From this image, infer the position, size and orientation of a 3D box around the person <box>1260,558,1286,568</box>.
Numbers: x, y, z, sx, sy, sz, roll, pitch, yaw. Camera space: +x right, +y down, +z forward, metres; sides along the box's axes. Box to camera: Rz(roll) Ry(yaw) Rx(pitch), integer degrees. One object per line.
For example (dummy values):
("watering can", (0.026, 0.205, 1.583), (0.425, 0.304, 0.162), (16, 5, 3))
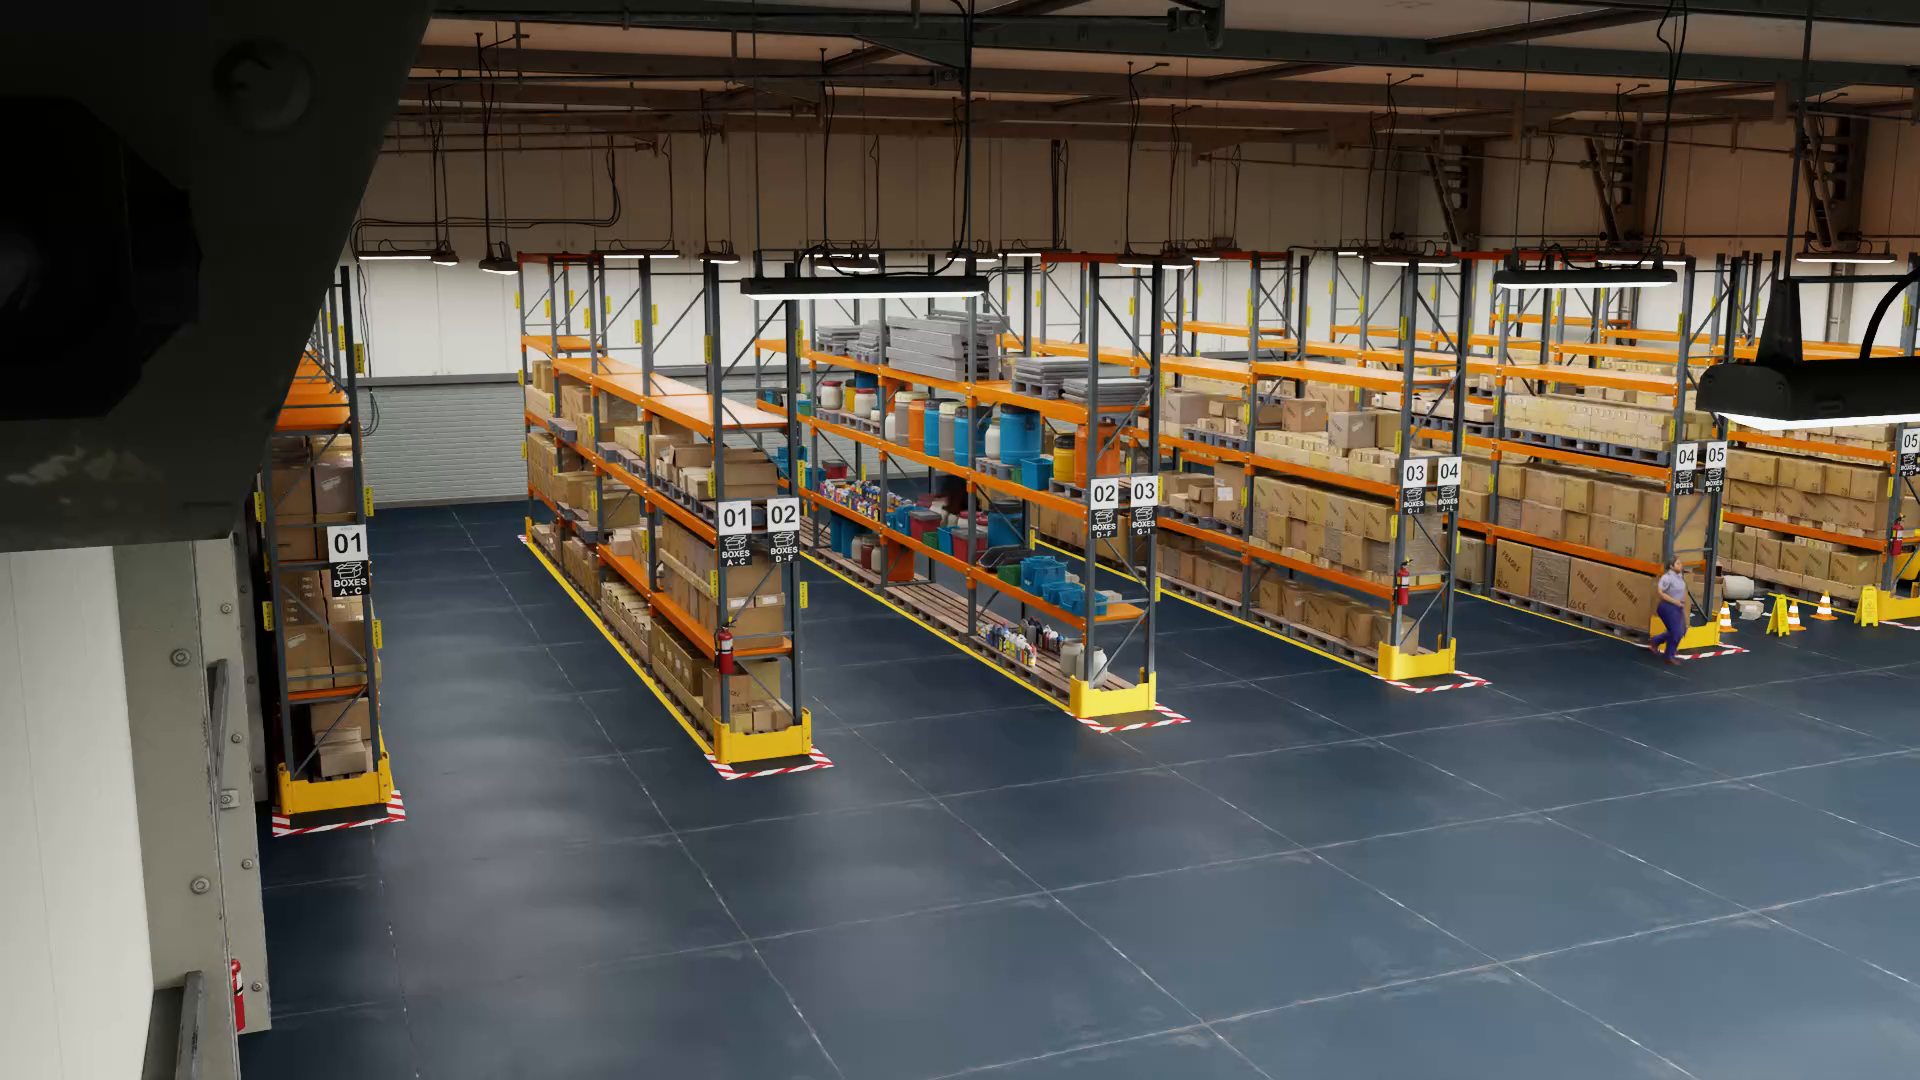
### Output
("person", (6.113, -0.322, 32.031), (0.680, 1.852, 0.752), (-5, 12, -26))

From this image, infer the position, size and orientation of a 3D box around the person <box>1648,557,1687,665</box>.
("person", (10.621, 1.057, 24.899), (0.581, 1.630, 0.650), (10, 14, 44))
